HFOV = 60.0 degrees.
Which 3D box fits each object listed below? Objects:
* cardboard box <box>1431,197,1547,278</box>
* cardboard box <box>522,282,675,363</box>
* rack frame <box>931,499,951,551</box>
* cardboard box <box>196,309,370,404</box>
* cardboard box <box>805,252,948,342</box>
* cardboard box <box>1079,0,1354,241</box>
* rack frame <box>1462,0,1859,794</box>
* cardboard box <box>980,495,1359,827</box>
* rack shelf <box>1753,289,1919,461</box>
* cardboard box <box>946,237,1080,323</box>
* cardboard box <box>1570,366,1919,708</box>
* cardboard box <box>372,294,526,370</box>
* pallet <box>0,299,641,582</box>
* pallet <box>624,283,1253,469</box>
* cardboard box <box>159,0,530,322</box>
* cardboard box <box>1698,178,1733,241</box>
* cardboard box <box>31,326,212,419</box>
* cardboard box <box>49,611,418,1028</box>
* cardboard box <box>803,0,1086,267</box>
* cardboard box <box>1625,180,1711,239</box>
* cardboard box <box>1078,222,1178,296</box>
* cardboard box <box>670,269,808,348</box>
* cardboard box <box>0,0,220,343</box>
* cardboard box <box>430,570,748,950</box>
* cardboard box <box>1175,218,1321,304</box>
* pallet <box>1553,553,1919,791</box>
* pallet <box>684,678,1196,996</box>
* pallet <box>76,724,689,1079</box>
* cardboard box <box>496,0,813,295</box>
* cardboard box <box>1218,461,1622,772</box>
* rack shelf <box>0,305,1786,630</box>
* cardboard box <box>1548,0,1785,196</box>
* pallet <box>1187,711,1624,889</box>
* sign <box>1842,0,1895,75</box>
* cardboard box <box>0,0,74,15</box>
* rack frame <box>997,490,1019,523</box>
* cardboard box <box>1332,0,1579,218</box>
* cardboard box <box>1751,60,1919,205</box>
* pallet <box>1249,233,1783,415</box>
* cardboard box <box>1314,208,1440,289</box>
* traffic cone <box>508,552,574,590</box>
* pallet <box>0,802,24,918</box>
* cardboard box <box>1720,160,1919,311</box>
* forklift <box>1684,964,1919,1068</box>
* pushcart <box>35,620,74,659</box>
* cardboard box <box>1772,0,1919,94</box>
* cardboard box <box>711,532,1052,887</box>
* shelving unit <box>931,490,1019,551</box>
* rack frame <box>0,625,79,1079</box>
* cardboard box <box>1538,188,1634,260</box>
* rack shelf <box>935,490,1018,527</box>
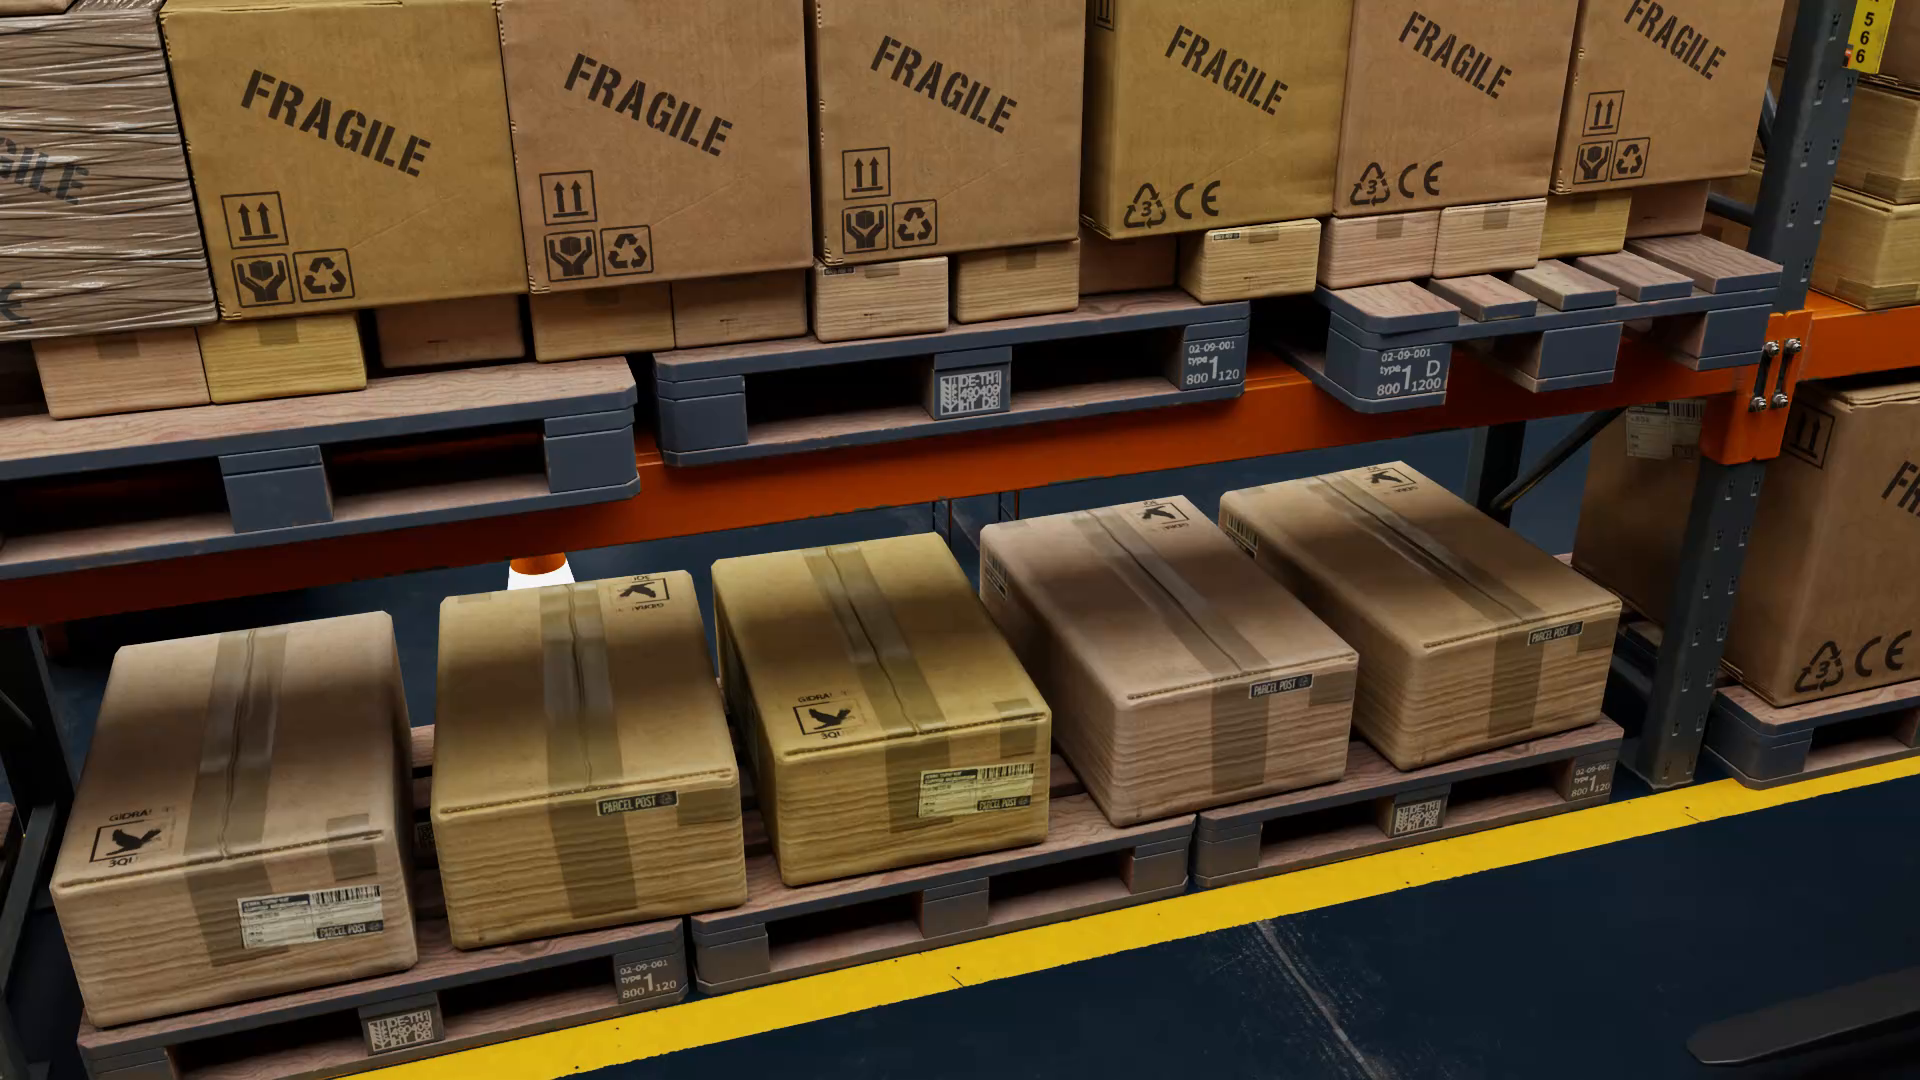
[{"bbox_3d":[1.043,-0.702,3.602,0.250,0.149,0.380,-8,28,-17],"label":"cardboard box"},{"bbox_3d":[-0.697,-0.480,3.153,0.250,0.149,0.380,-8,27,-15],"label":"cardboard box"},{"bbox_3d":[-0.065,-0.461,5.498,0.008,1.050,0.200,-8,28,-16],"label":"rack frame"},{"bbox_3d":[-1.200,-0.391,2.974,0.250,0.149,0.380,-8,27,-15],"label":"cardboard box"},{"bbox_3d":[-0.193,-0.528,3.250,0.250,0.149,0.380,-7,27,-14],"label":"cardboard box"},{"bbox_3d":[0.426,-0.933,3.336,0.500,0.500,0.500,-10,28,-20],"label":"cardboard box"},{"bbox_3d":[1.740,-0.893,4.175,0.127,3.000,1.000,-8,28,-16],"label":"rack frame"},{"bbox_3d":[0.500,0.275,4.306,0.625,0.372,0.950,-9,28,-17],"label":"cardboard box"},{"bbox_3d":[3.641,-0.846,4.889,4.000,0.370,1.077,-8,28,-16],"label":"rack shelf"},{"bbox_3d":[0.052,-0.577,3.349,0.250,0.149,0.380,-9,28,-18],"label":"cardboard box"},{"bbox_3d":[2.422,-0.189,4.675,0.875,0.875,0.875,-8,28,-17],"label":"cardboard box"},{"bbox_3d":[-0.954,-0.462,3.117,0.250,0.149,0.380,-6,27,-13],"label":"cardboard box"},{"bbox_3d":[-1.292,-0.300,3.196,1.213,0.211,1.003,-8,28,-16],"label":"pallet"},{"bbox_3d":[-0.130,-0.517,3.633,1.213,0.211,1.003,-8,28,-16],"label":"pallet"},{"bbox_3d":[-1.053,-0.720,2.909,0.500,0.500,0.500,-8,28,-16],"label":"cardboard box"},{"bbox_3d":[2.140,-1.005,4.569,0.500,0.250,0.500,-9,28,-18],"label":"cardboard box"},{"bbox_3d":[-1.440,-0.360,2.912,0.250,0.149,0.380,-8,27,-15],"label":"cardboard box"},{"bbox_3d":[-1.566,0.574,3.704,0.625,0.372,0.950,-8,27,-15],"label":"cardboard box"},{"bbox_3d":[-0.094,-0.858,3.186,0.500,0.500,0.500,-9,28,-18],"label":"cardboard box"},{"bbox_3d":[1.501,-0.824,3.846,0.250,0.149,0.380,-7,27,-14],"label":"cardboard box"},{"bbox_3d":[0.265,-0.646,3.488,0.250,0.149,0.380,-8,28,-16],"label":"cardboard box"},{"bbox_3d":[-0.461,-0.513,3.220,0.250,0.149,0.380,-8,28,-16],"label":"cardboard box"},{"bbox_3d":[-1.529,-0.651,2.769,0.500,0.500,0.500,-8,27,-15],"label":"cardboard box"},{"bbox_3d":[-0.883,0.473,3.906,0.625,0.372,0.950,-7,27,-13],"label":"cardboard box"},{"bbox_3d":[0.543,-0.627,3.451,0.250,0.149,0.380,-8,27,-15],"label":"cardboard box"},{"bbox_3d":[2.513,0.280,4.949,1.213,0.211,1.003,-8,28,-16],"label":"pallet"},{"bbox_3d":[-0.162,0.630,4.244,1.213,0.211,1.003,-8,28,-16],"label":"pallet"},{"bbox_3d":[-1.324,0.799,3.902,1.213,0.211,1.003,-8,28,-16],"label":"pallet"},{"bbox_3d":[-0.579,-0.783,3.034,0.500,0.500,0.500,-8,28,-16],"label":"cardboard box"},{"bbox_3d":[1.199,0.170,4.517,0.625,0.372,0.950,-10,28,-20],"label":"cardboard box"},{"bbox_3d":[-0.162,-0.295,3.780,4.000,0.370,1.077,-8,28,-16],"label":"rack shelf"},{"bbox_3d":[1.393,-1.079,3.630,0.500,0.500,0.500,-9,28,-18],"label":"cardboard box"},{"bbox_3d":[0.996,0.463,4.579,1.213,0.211,1.003,-8,28,-16],"label":"pallet"},{"bbox_3d":[1.917,-1.148,3.475,0.005,0.325,0.100,-8,28,-16],"label":"sign"},{"bbox_3d":[-1.507,-0.914,2.568,0.250,0.149,0.380,-8,28,-16],"label":"cardboard box"},{"bbox_3d":[0.167,-0.494,5.565,0.008,1.050,0.200,-8,28,-16],"label":"rack frame"},{"bbox_3d":[0.905,-1.003,3.477,0.500,0.500,0.500,-9,28,-17],"label":"cardboard box"},{"bbox_3d":[2.298,-1.015,4.027,0.500,0.250,0.500,-8,28,-16],"label":"cardboard box"},{"bbox_3d":[1.095,-0.664,3.929,1.003,0.211,1.213,-8,28,-16],"label":"pallet"},{"bbox_3d":[0.801,-0.671,3.539,0.250,0.149,0.380,-10,28,-19],"label":"cardboard box"},{"bbox_3d":[-1.318,0.032,5.166,0.334,0.463,0.336,-8,28,-16],"label":"traffic cone"},{"bbox_3d":[-2.691,1.015,3.469,1.213,0.211,1.003,-8,28,-16],"label":"pallet"},{"bbox_3d":[2.283,-0.786,4.130,0.500,0.250,0.500,-9,28,-17],"label":"cardboard box"},{"bbox_3d":[2.957,-0.204,2.865,3.031,2.935,1.130,-9,28,-17],"label":"forklift"},{"bbox_3d":[-2.817,-0.124,5.576,0.936,0.377,1.648,-19,32,-33],"label":"pushcart"},{"bbox_3d":[2.284,-1.350,3.859,0.500,0.500,0.500,-9,28,-18],"label":"cardboard box"},{"bbox_3d":[-0.223,0.377,4.100,0.625,0.372,0.950,-7,27,-14],"label":"cardboard box"},{"bbox_3d":[0.051,-0.478,5.531,0.252,1.050,0.215,-8,28,-16],"label":"shelving unit"},{"bbox_3d":[-2.064,-0.342,3.065,0.127,3.000,1.000,-8,28,-16],"label":"rack frame"},{"bbox_3d":[1.268,-0.756,3.710,0.250,0.149,0.380,-8,27,-15],"label":"cardboard box"},{"bbox_3d":[0.051,-0.219,5.660,0.240,0.259,0.215,-8,28,-16],"label":"rack shelf"}]
